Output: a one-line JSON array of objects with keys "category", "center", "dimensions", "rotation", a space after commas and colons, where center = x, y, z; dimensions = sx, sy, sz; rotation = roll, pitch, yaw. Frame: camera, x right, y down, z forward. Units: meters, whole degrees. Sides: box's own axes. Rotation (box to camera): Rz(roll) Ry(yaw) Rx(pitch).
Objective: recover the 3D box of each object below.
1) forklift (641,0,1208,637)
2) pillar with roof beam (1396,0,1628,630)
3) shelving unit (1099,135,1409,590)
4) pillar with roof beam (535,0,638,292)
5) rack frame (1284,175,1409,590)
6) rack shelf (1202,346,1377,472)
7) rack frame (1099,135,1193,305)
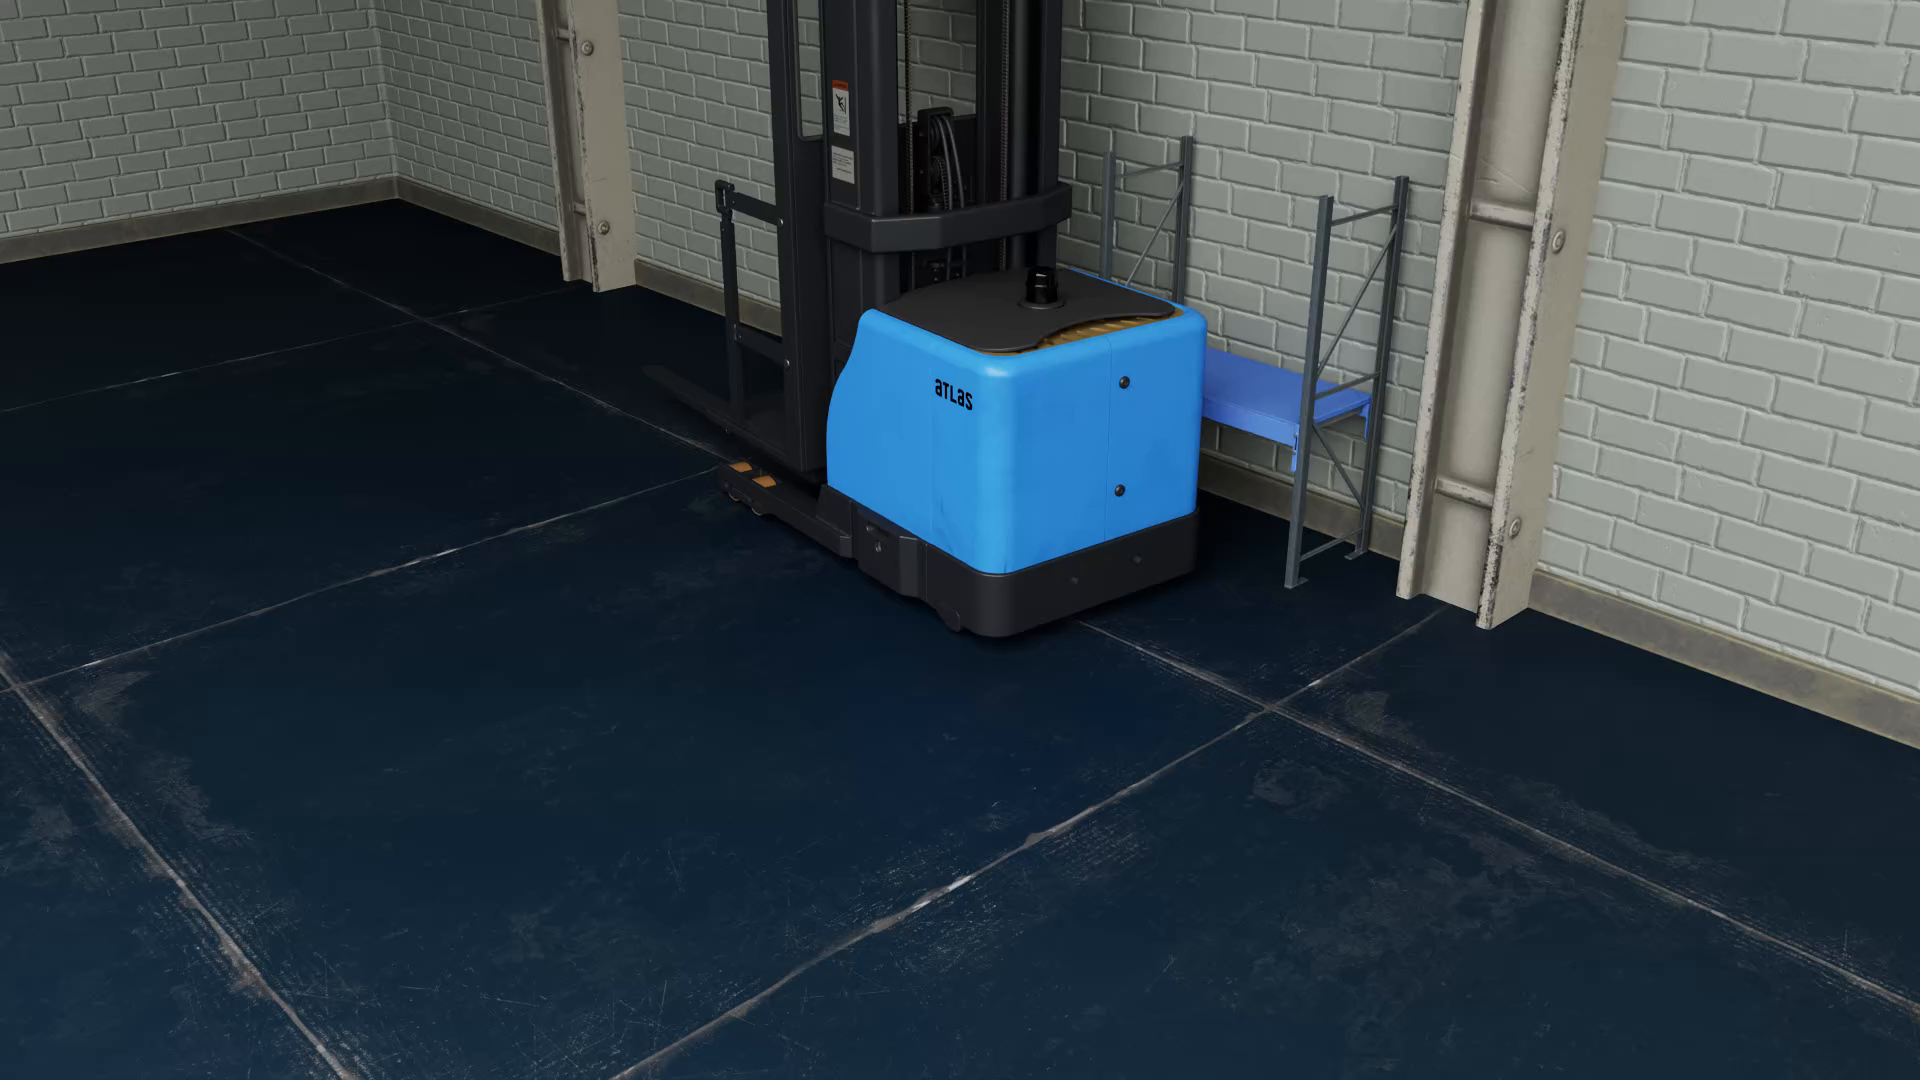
[{"category": "forklift", "center": [-0.375, -1.543, 6.601], "dimensions": [1.130, 2.935, 3.031], "rotation": [-17, 30, -33]}, {"category": "pillar with roof beam", "center": [-1.249, -2.649, 1.715], "dimensions": [9.100, 9.000, 0.400], "rotation": [-21, 32, -38]}, {"category": "shelving unit", "center": [1.090, -0.724, 6.529], "dimensions": [0.538, 1.500, 1.048], "rotation": [-21, 32, -38]}, {"category": "pillar with roof beam", "center": [-5.350, -4.467, 5.700], "dimensions": [9.100, 9.000, 0.400], "rotation": [-21, 32, -38]}, {"category": "rack frame", "center": [1.433, -0.568, 6.188], "dimensions": [0.500, 1.500, 0.032], "rotation": [-21, 32, -38]}, {"category": "rack shelf", "center": [1.090, -0.560, 6.604], "dimensions": [0.538, 0.185, 1.000], "rotation": [-21, 32, -38]}, {"category": "rack frame", "center": [0.746, -0.879, 6.870], "dimensions": [0.500, 1.500, 0.032], "rotation": [-21, 32, -38]}]
